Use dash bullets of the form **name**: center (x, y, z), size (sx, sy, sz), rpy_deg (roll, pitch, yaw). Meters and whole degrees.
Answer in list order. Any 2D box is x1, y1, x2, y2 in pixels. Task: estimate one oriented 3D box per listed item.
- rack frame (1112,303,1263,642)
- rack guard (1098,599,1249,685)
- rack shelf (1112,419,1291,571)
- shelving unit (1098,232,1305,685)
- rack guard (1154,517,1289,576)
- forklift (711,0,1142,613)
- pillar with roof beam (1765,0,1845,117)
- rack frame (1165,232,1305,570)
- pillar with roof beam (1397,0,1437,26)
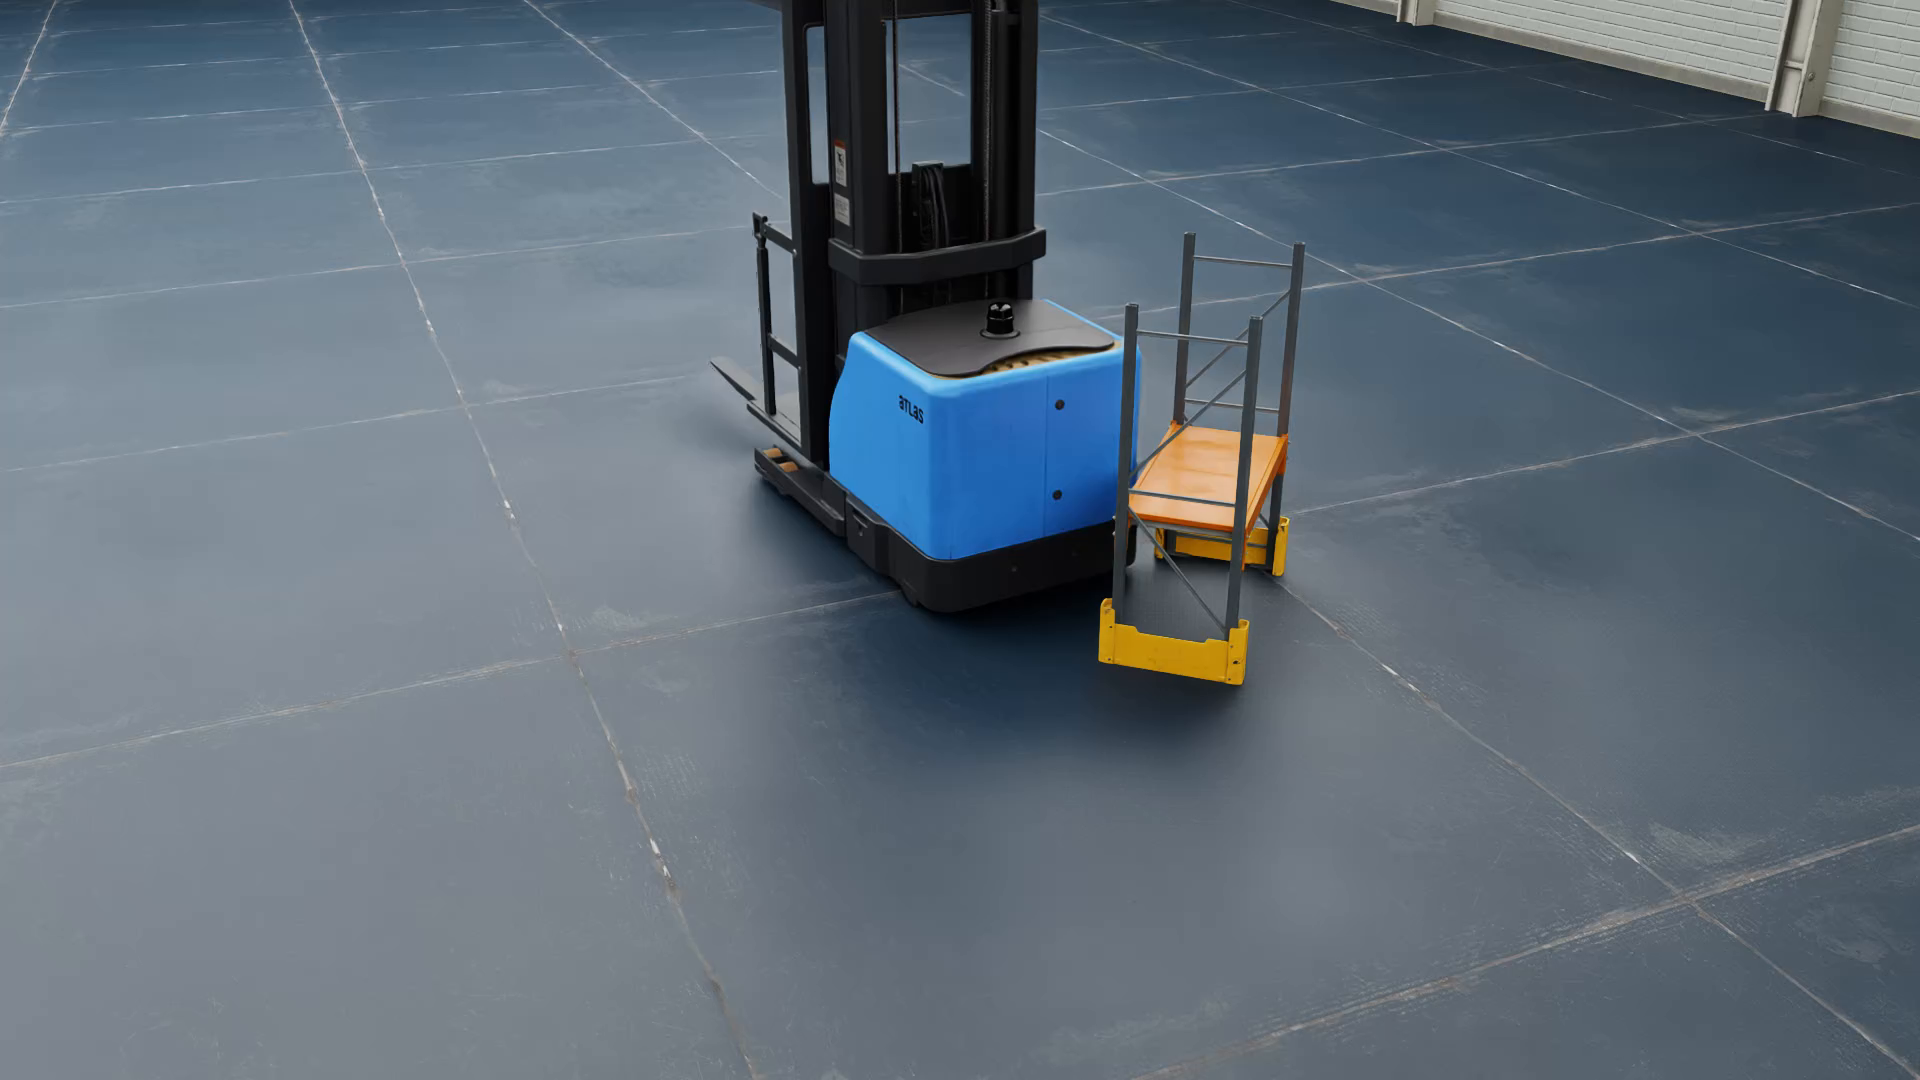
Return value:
- **rack frame**: center (0.848, -0.157, 6.362), size (0.500, 1.500, 0.032), rpy_deg (9, 27, 17)
- **rack guard**: center (0.848, 0.404, 6.637), size (0.587, 0.250, 0.087), rpy_deg (9, 27, 17)
- **rack shelf**: center (1.014, -0.206, 6.872), size (0.538, 0.185, 1.000), rpy_deg (9, 27, 17)
- **shelving unit**: center (1.011, -0.364, 6.786), size (0.587, 1.500, 1.083), rpy_deg (9, 27, 17)
- **rack guard**: center (1.173, -0.009, 7.483), size (0.587, 0.250, 0.087), rpy_deg (9, 27, 17)
- **forklift**: center (-0.372, -1.623, 7.733), size (1.130, 2.935, 3.031), rpy_deg (-14, 29, -26)
- **pillar with roof beam**: center (4.238, -7.524, 12.903), size (9.100, 9.000, 0.400), rpy_deg (-11, 28, -21)
- **rack frame**: center (1.179, -0.578, 7.225), size (0.500, 1.500, 0.032), rpy_deg (9, 27, 17)
- **pillar with roof beam**: center (1.888, -9.946, 17.864), size (9.100, 9.000, 0.400), rpy_deg (-11, 28, -21)
